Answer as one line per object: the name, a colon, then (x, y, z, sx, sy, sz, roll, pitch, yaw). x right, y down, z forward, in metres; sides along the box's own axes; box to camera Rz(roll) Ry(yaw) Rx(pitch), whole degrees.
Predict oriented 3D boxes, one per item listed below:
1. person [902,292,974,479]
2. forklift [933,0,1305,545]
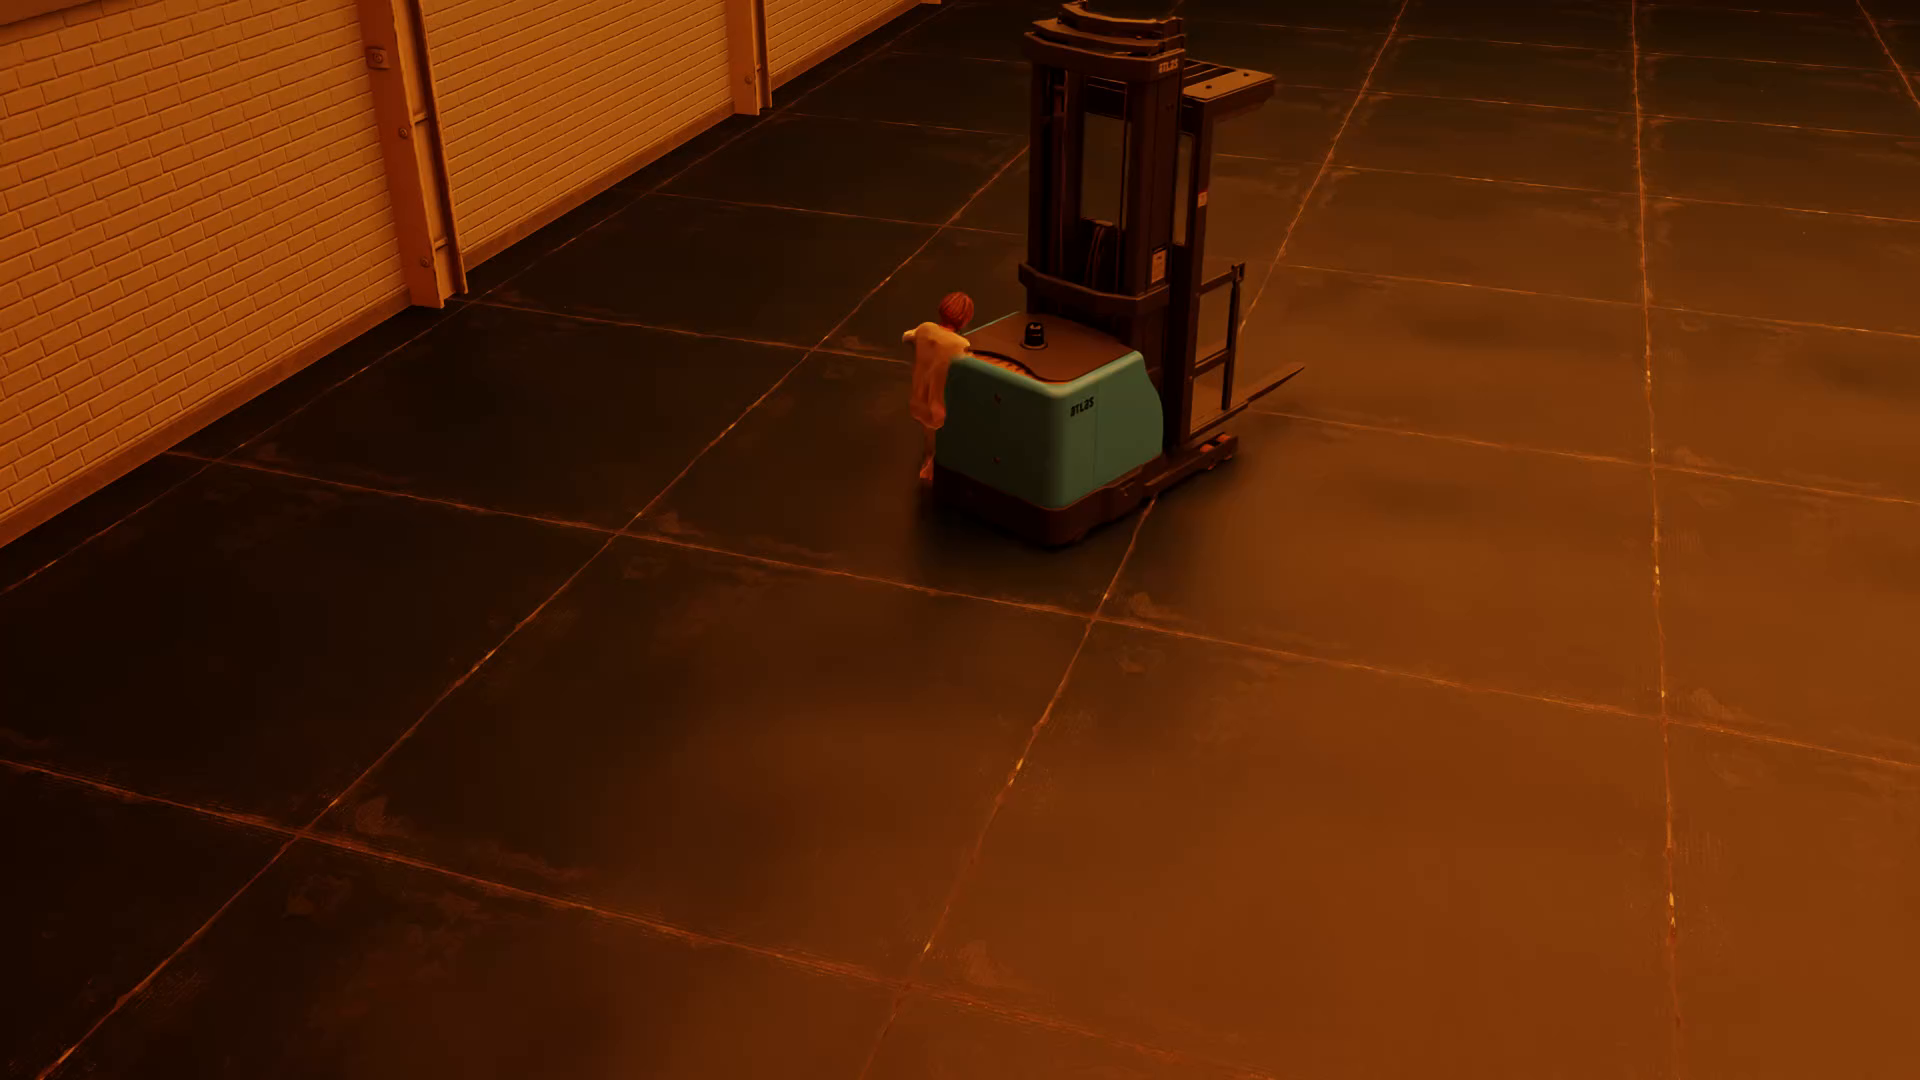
person: (0.015, -0.926, 10.316, 0.846, 1.364, 0.689, 22, 37, 34)
forklift: (1.193, -1.885, 10.443, 1.130, 2.935, 3.031, 24, 38, 36)
